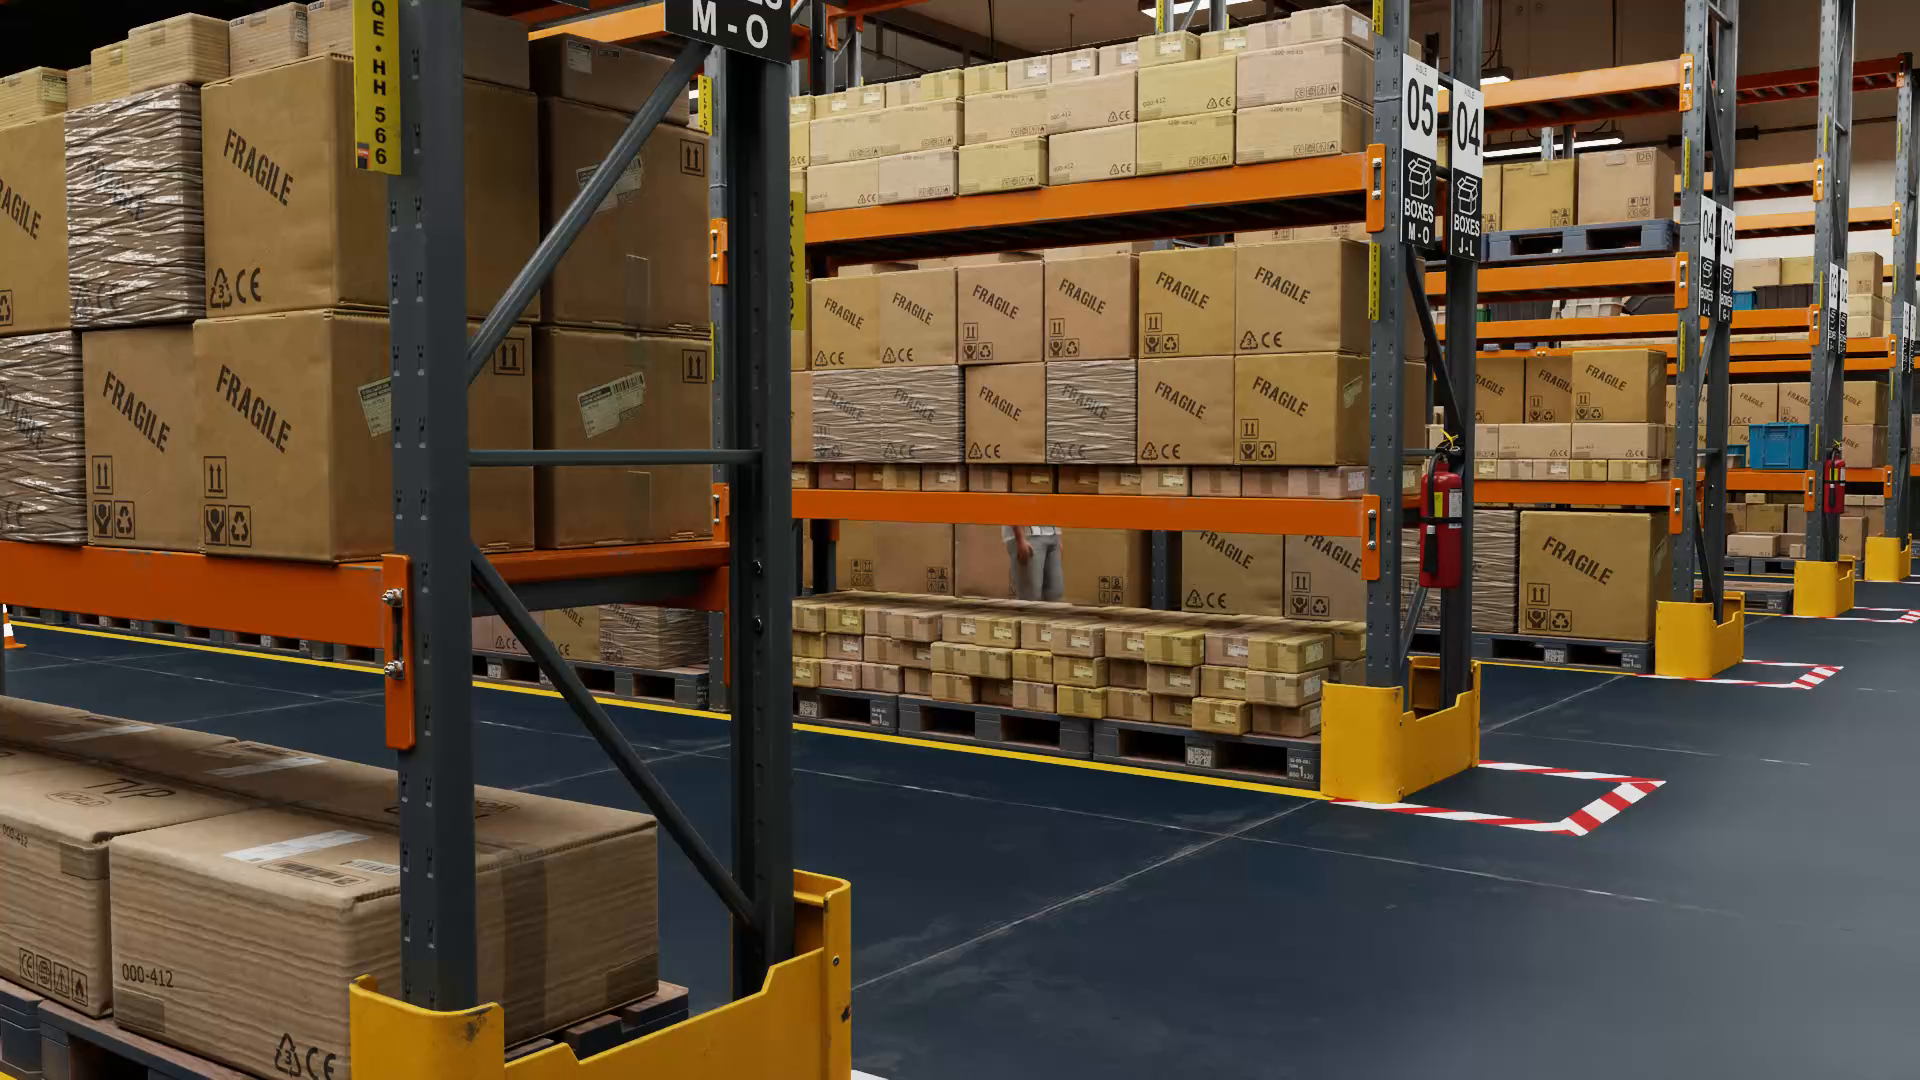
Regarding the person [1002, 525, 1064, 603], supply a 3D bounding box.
[{"bbox_3d":[0.533,0.006,11.729,0.437,1.747,0.596,2,4,33],"label":"person"}]
